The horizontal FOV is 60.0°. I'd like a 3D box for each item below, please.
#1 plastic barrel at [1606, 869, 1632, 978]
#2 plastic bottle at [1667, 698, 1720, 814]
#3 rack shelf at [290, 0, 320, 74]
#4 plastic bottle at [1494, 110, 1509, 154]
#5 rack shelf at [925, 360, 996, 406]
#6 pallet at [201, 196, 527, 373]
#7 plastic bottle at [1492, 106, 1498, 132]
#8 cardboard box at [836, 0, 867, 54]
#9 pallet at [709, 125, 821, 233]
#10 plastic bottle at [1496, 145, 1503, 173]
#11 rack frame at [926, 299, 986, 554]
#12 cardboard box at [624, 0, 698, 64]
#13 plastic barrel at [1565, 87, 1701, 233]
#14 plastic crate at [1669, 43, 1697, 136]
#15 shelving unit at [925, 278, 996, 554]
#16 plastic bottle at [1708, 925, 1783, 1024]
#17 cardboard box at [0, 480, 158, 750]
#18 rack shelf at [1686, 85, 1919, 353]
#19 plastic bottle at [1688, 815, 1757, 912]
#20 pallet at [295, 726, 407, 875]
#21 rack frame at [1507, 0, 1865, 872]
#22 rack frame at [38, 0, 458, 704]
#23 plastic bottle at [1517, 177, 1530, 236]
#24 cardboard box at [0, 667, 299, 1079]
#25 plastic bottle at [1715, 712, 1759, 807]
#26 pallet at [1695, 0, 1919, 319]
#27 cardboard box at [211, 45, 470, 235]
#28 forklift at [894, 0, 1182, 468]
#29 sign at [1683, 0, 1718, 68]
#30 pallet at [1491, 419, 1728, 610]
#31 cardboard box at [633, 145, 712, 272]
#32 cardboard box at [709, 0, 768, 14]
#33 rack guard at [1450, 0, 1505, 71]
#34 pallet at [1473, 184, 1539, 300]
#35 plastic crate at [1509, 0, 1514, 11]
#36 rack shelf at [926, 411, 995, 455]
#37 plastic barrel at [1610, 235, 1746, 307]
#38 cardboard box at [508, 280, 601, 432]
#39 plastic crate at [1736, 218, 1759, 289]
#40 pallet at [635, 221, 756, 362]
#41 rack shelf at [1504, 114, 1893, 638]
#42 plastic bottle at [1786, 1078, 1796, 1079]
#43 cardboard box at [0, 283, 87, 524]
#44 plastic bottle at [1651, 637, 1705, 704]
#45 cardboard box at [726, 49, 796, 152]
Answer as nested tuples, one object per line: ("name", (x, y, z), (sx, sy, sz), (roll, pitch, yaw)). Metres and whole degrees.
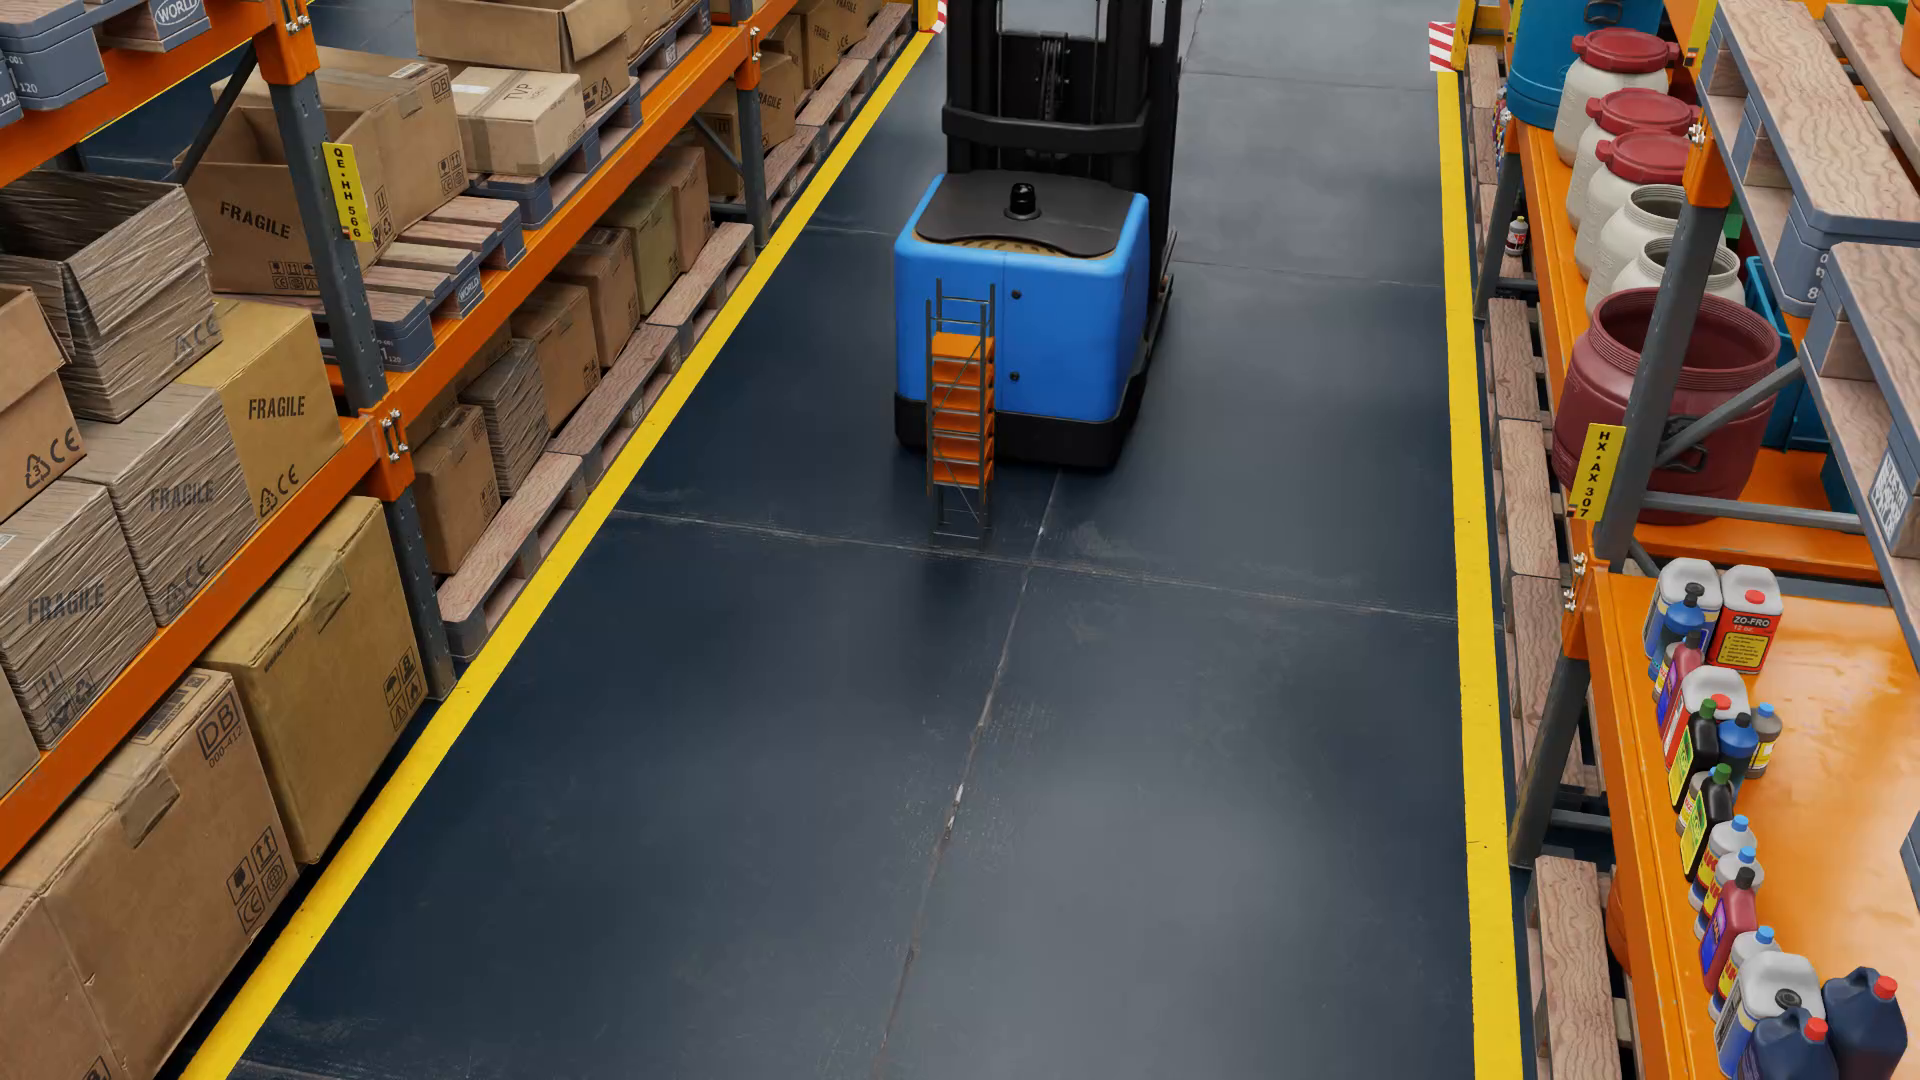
("plastic barrel", (2.293, 0.928, 4.905), (0.600, 0.830, 0.708), (7, 37, 10))
("plastic bottle", (1.801, 0.528, 4.065), (0.061, 0.283, 0.133), (7, 37, 10))
("rack shelf", (-2.030, -2.754, 6.550), (1.077, 0.370, 4.000), (7, 37, 10))
("plastic bottle", (3.304, -2.469, 10.050), (0.097, 0.271, 0.097), (0, 36, 0))
("rack shelf", (0.003, -0.652, 6.795), (0.258, 0.103, 0.180), (7, 37, 10))
("pallet", (-2.409, -1.028, 6.276), (1.213, 0.211, 1.003), (7, 37, 10))
("plastic bottle", (3.376, -2.635, 10.339), (0.097, 0.201, 0.097), (0, 36, 0))
("cardboard box", (-0.993, -3.725, 11.606), (0.500, 0.500, 0.500), (17, 39, 22))
("pallet", (-1.494, -2.237, 10.157), (1.003, 0.211, 1.213), (7, 37, 10))
("plastic bottle", (3.239, -2.266, 9.830), (0.097, 0.201, 0.097), (0, 36, 0))
("rack frame", (-0.016, -0.442, 6.837), (0.240, 1.200, 0.006), (7, 37, 10))
("cardboard box", (-1.910, -2.952, 7.898), (1.000, 1.000, 1.000), (8, 37, 10))
("plastic barrel", (2.660, -1.470, 6.606), (0.433, 0.535, 0.433), (0, 36, 0))
("plastic crate", (3.431, -2.066, 7.490), (0.402, 0.464, 0.583), (7, 37, 10))
("shelving unit", (0.003, -0.494, 6.909), (0.258, 1.200, 0.189), (7, 37, 10))
("plastic bottle", (1.675, 0.922, 3.532), (0.097, 0.271, 0.097), (0, 36, 0))
("cardboard box", (-2.541, 0.173, 4.370), (0.500, 0.500, 0.500), (6, 36, 8))
("rack shelf", (1.954, 0.160, 2.530), (1.077, 0.370, 4.000), (7, 37, 10))
("plastic bottle", (1.745, 0.734, 3.791), (0.097, 0.271, 0.097), (0, 36, 0))
("pallet", (-2.699, 0.888, 5.845), (1.003, 0.211, 1.213), (7, 37, 10))
("rack frame", (2.381, -0.063, 4.781), (1.000, 3.000, 0.127), (7, 37, 10))
("rack frame", (-2.457, -0.684, 5.638), (1.000, 3.000, 0.127), (7, 37, 10))
("plastic bottle", (3.092, -1.867, 9.152), (0.144, 0.351, 0.185), (6, 36, 9))
("cardboard box", (-2.823, 0.910, 4.892), (1.225, 0.875, 0.875), (7, 37, 10))
("plastic bottle", (1.882, 0.533, 4.069), (0.097, 0.271, 0.097), (0, 36, 0))
("pallet", (2.122, -0.775, 3.368), (1.003, 0.211, 1.213), (7, 37, 10))
("cardboard box", (-2.360, -1.542, 6.378), (0.700, 0.500, 0.500), (13, 38, 17))
("forklift", (0.533, -2.380, 8.036), (1.130, 2.935, 3.031), (8, 37, 11))
("sign", (1.842, -1.300, 4.021), (0.100, 0.325, 0.005), (7, 37, 10))
("pallet", (2.847, -0.071, 7.167), (1.003, 0.211, 1.213), (7, 37, 10))
("cardboard box", (-1.755, -1.794, 8.924), (0.700, 0.500, 0.500), (5, 36, 6))
("cardboard box", (-1.263, -2.961, 8.993), (0.380, 0.149, 0.250), (7, 37, 10))
("rack guard", (4.120, -3.588, 11.774), (1.175, 0.500, 0.348), (7, 37, 10))
("pallet", (3.420, -1.607, 9.287), (1.003, 0.211, 1.213), (7, 37, 10))
("plastic crate", (3.207, -2.965, 8.911), (0.499, 0.251, 0.616), (7, 37, 10))
("rack shelf", (0.003, -0.458, 6.935), (0.258, 0.103, 0.180), (7, 37, 10))
("plastic barrel", (2.392, -0.725, 5.599), (0.421, 0.512, 0.421), (0, 36, 0))
("cardboard box", (-2.114, -0.882, 7.666), (0.700, 0.500, 0.500), (10, 37, 14))
("plastic crate", (3.025, -0.977, 5.987), (0.402, 0.464, 0.583), (7, 37, 10))
("pallet", (-1.768, -1.401, 9.004), (1.003, 0.211, 1.213), (7, 37, 10))
("rack shelf", (2.808, -0.918, 6.574), (1.077, 0.370, 4.000), (7, 37, 10))
("plastic bottle", (1.564, 1.164, 3.187), (0.061, 0.283, 0.133), (7, 37, 10))
("cardboard box", (-2.771, -0.340, 4.223), (0.797, 0.503, 0.637), (8, 37, 11))
("plastic bottle", (1.901, 0.344, 4.389), (0.097, 0.201, 0.097), (0, 36, 0))
("cardboard box", (-1.364, -2.689, 10.176), (0.500, 0.500, 0.500), (19, 40, 24))
